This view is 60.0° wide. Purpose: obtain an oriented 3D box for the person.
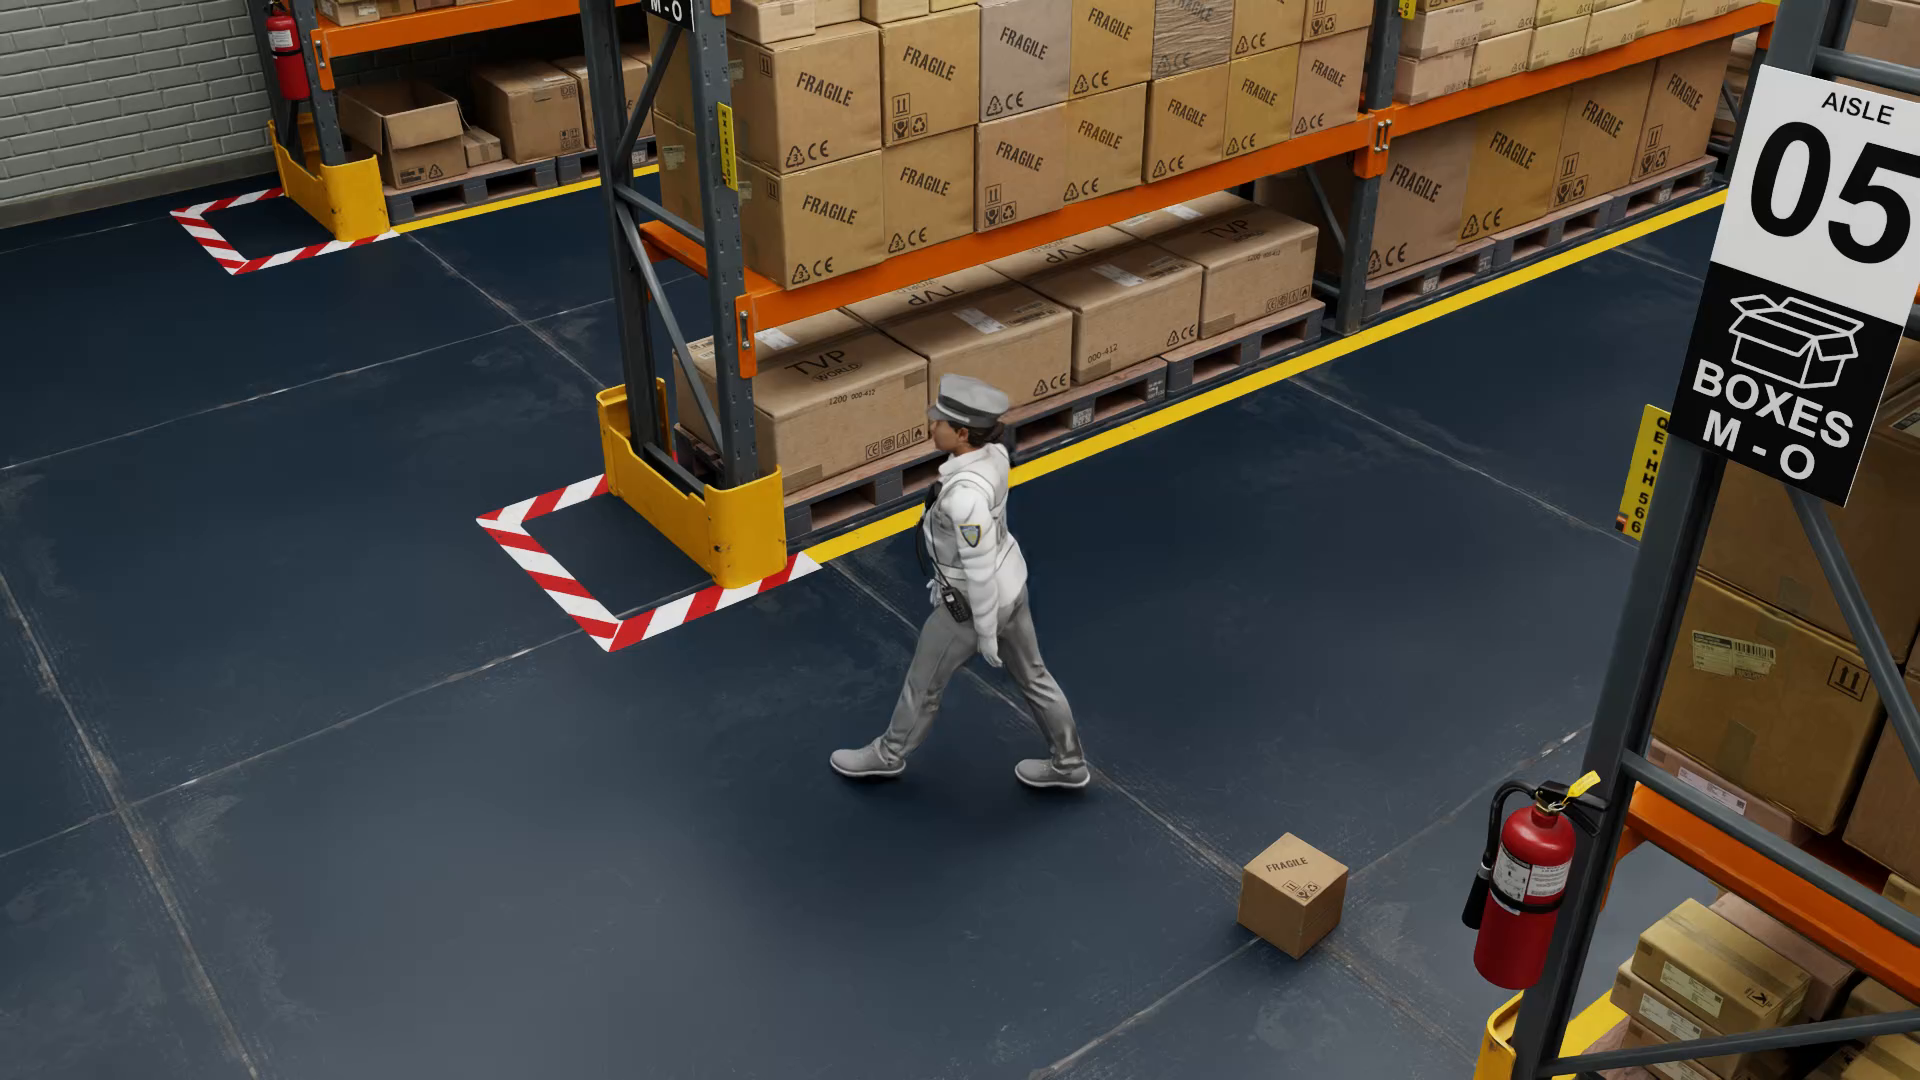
[{"bbox_3d":[0.016,0.170,5.834,0.959,1.623,0.480,11,34,17],"label":"person"}]
